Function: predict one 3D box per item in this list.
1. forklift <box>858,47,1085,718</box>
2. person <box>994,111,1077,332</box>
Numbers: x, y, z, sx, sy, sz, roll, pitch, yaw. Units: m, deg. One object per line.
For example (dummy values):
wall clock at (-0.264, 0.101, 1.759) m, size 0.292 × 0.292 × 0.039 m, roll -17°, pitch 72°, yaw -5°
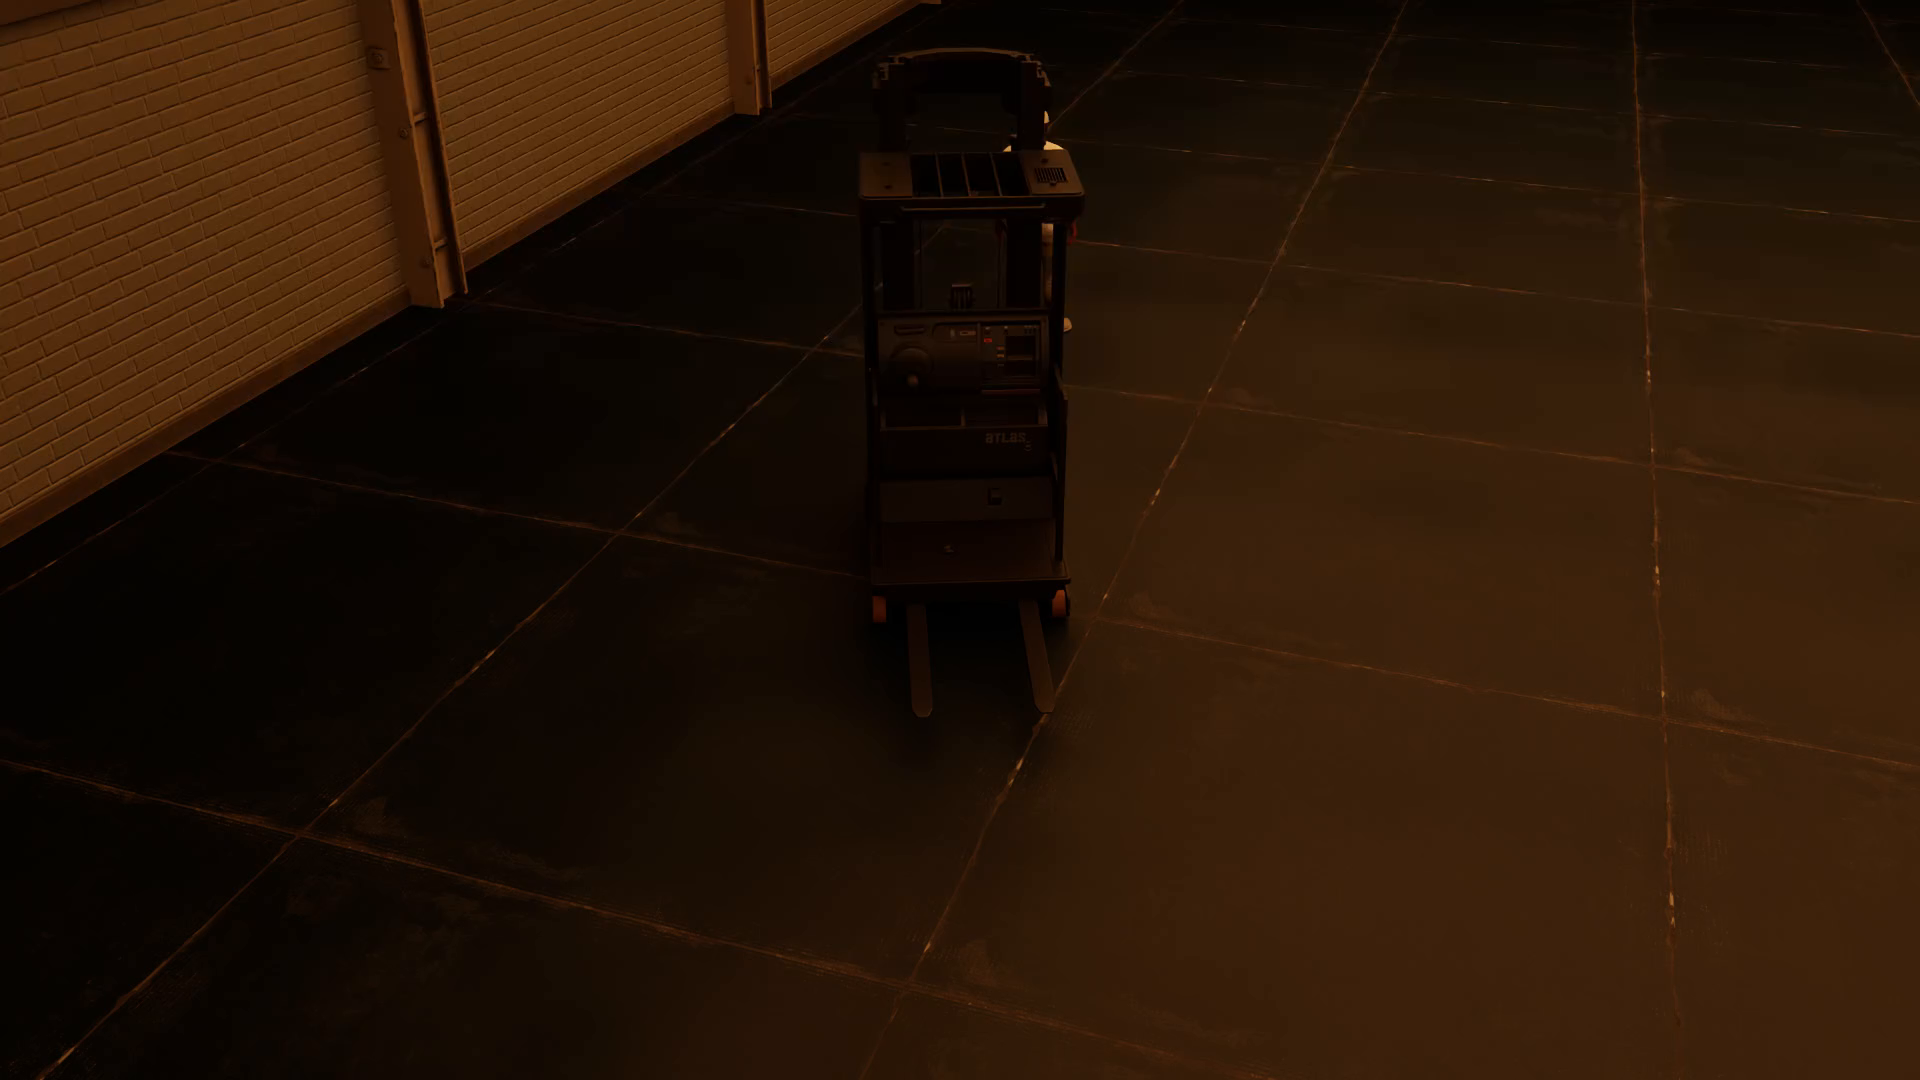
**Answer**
forklift at (0.035, -0.972, 8.842) m, size 1.130 × 2.935 × 3.031 m, roll -2°, pitch 30°, yaw -3°
person at (0.566, -2.388, 12.512) m, size 0.631 × 1.759 × 0.461 m, roll 4°, pitch 30°, yaw 7°
